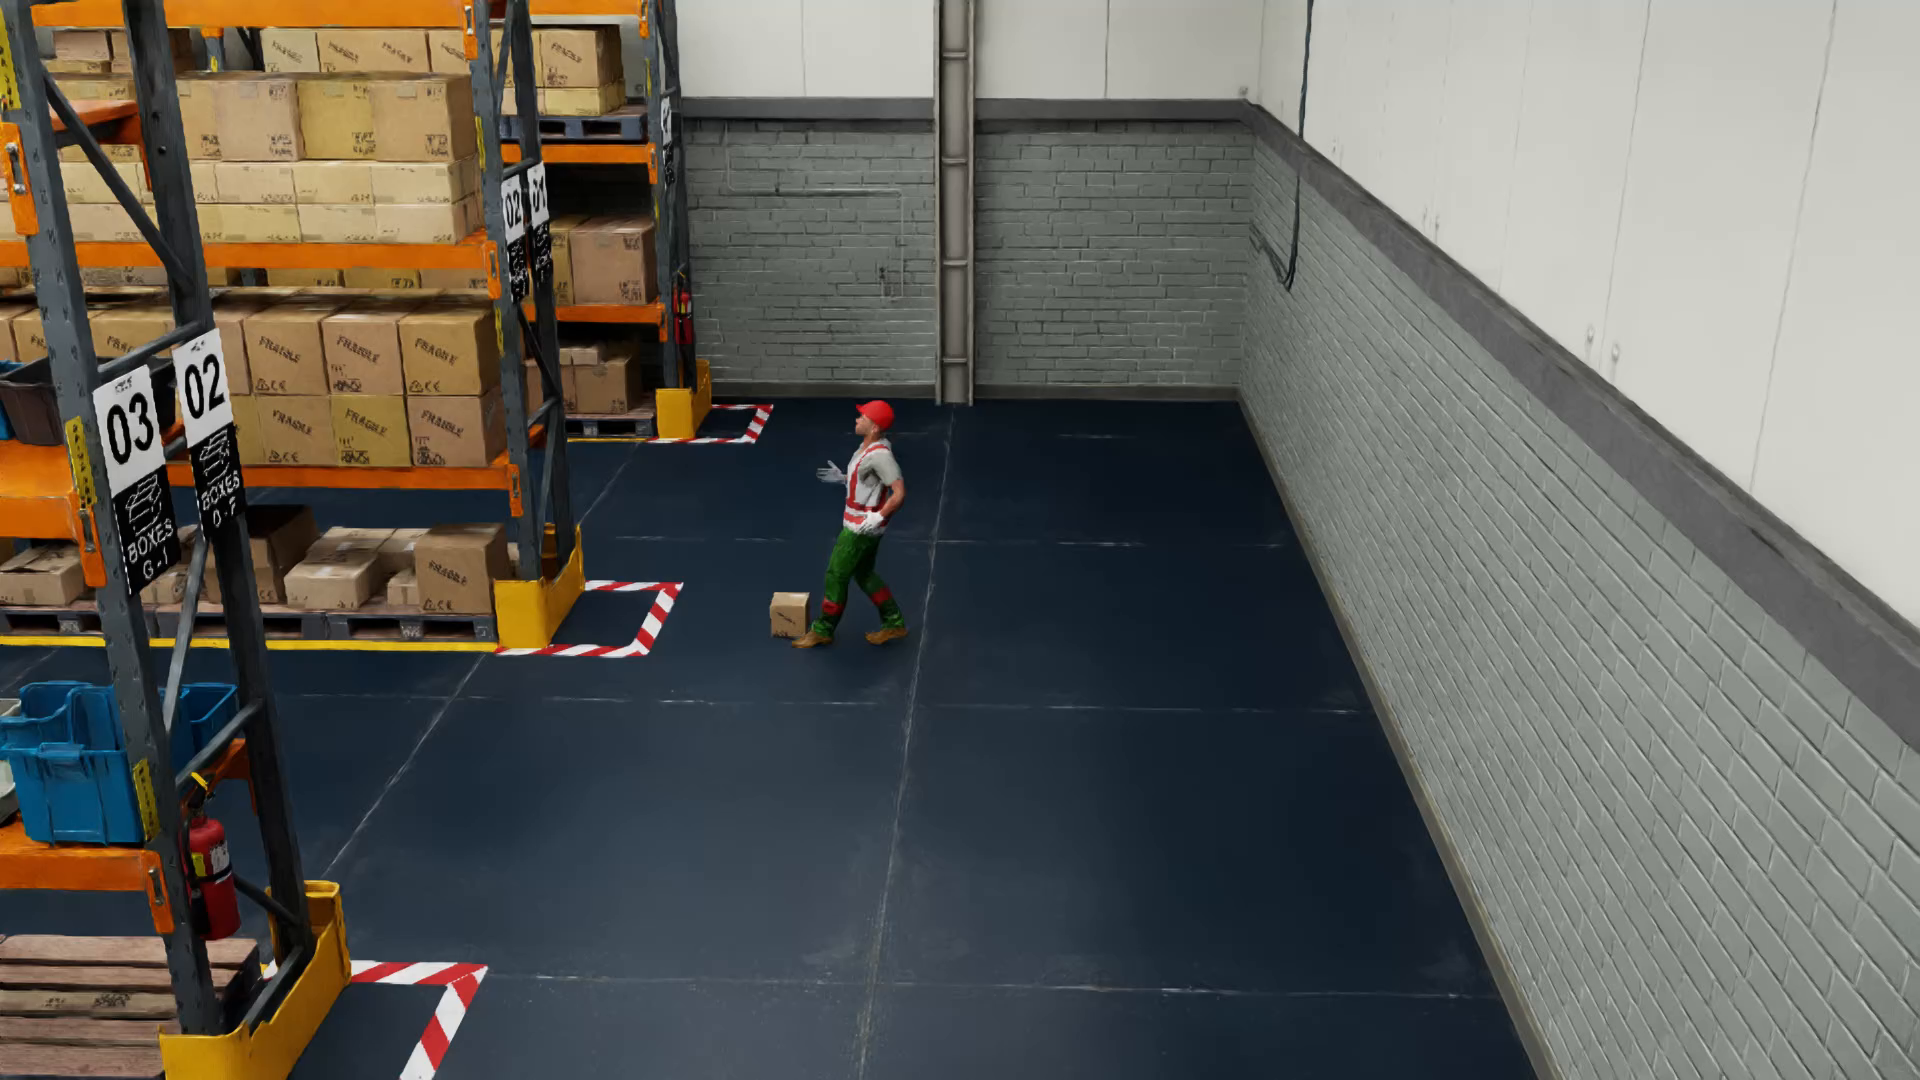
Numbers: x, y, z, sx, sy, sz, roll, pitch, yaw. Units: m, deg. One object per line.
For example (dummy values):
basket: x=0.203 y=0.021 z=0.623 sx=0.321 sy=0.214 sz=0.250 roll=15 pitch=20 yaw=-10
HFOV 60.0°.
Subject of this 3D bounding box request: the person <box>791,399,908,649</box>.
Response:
person: x=-0.739 y=-0.107 z=11.356 sx=0.853 sy=1.767 sz=0.615 roll=3 pitch=21 yaw=7
